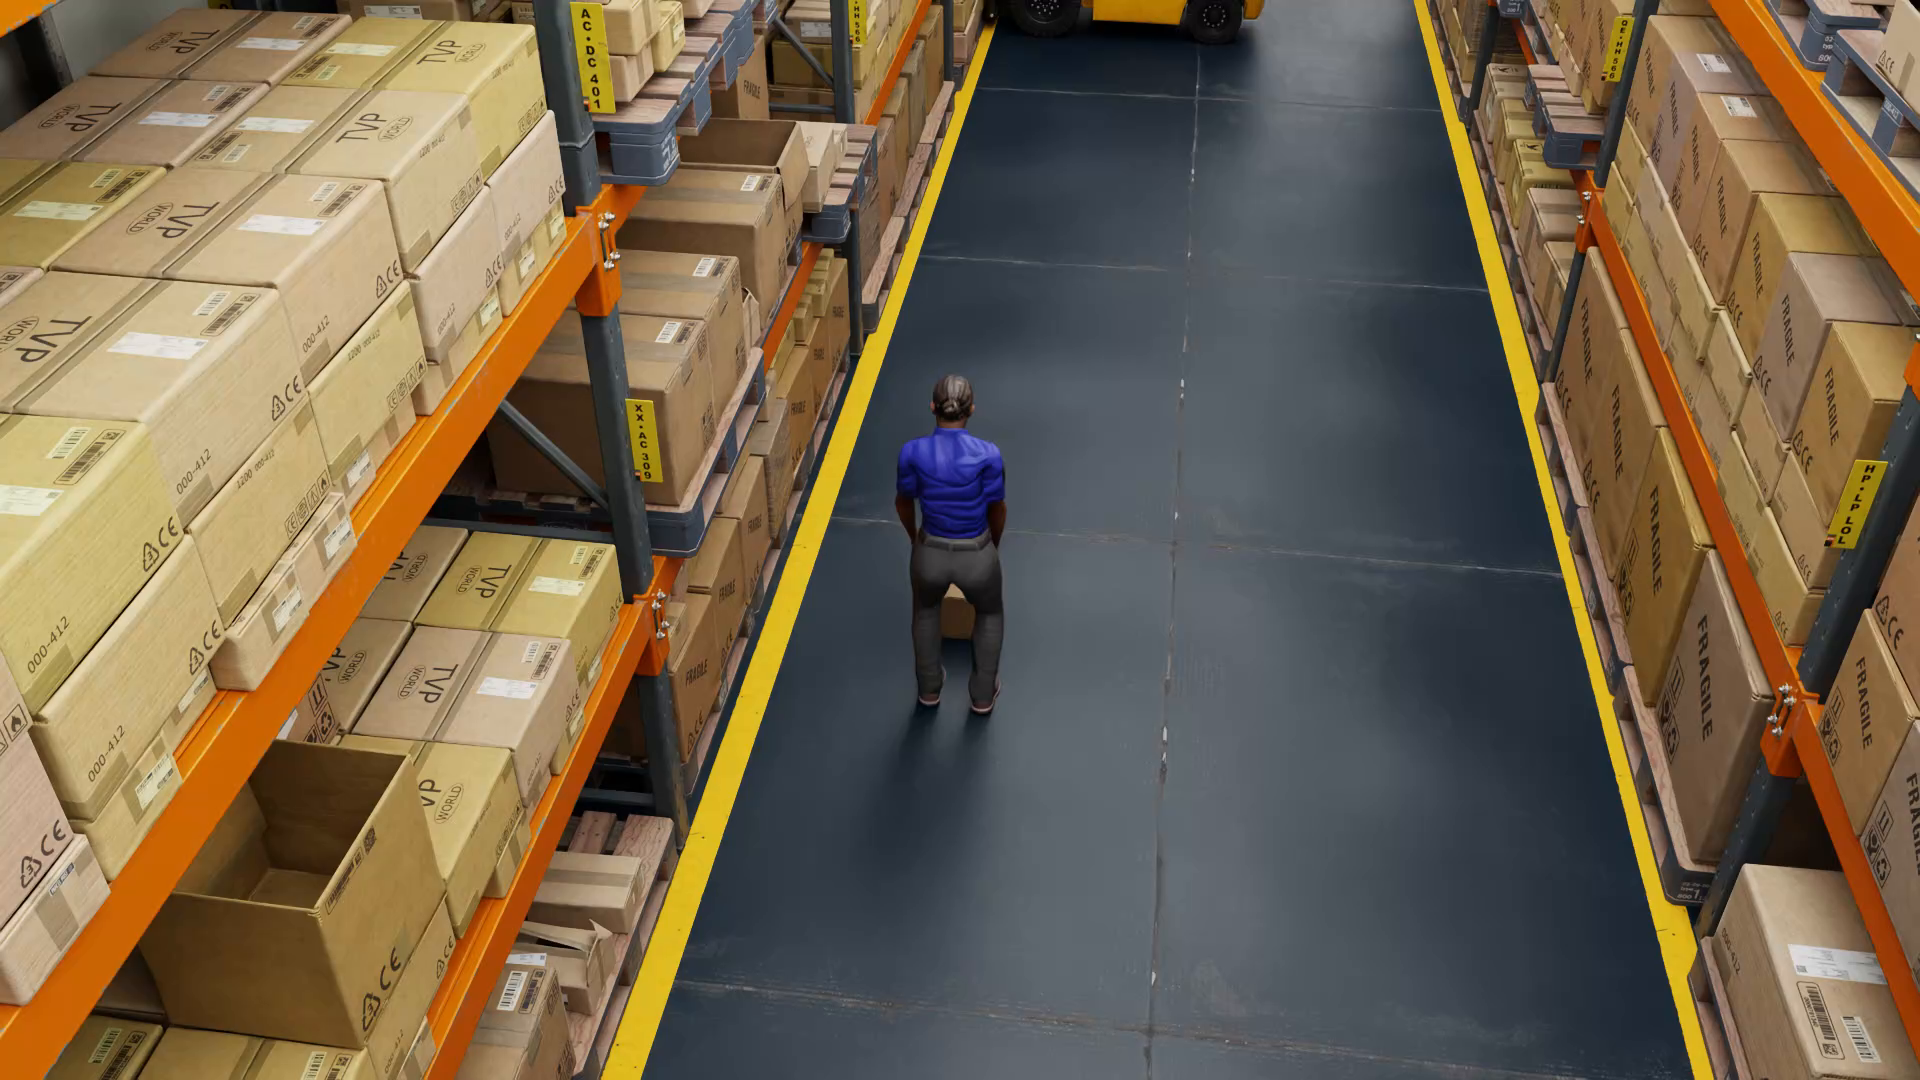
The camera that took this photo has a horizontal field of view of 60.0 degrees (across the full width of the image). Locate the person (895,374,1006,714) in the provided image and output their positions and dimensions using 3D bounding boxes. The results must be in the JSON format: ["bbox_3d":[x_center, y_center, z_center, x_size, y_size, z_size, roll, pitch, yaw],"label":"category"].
[{"bbox_3d":[-0.042,0.055,7.050,0.469,1.575,0.430,5,37,7],"label":"person"}]
